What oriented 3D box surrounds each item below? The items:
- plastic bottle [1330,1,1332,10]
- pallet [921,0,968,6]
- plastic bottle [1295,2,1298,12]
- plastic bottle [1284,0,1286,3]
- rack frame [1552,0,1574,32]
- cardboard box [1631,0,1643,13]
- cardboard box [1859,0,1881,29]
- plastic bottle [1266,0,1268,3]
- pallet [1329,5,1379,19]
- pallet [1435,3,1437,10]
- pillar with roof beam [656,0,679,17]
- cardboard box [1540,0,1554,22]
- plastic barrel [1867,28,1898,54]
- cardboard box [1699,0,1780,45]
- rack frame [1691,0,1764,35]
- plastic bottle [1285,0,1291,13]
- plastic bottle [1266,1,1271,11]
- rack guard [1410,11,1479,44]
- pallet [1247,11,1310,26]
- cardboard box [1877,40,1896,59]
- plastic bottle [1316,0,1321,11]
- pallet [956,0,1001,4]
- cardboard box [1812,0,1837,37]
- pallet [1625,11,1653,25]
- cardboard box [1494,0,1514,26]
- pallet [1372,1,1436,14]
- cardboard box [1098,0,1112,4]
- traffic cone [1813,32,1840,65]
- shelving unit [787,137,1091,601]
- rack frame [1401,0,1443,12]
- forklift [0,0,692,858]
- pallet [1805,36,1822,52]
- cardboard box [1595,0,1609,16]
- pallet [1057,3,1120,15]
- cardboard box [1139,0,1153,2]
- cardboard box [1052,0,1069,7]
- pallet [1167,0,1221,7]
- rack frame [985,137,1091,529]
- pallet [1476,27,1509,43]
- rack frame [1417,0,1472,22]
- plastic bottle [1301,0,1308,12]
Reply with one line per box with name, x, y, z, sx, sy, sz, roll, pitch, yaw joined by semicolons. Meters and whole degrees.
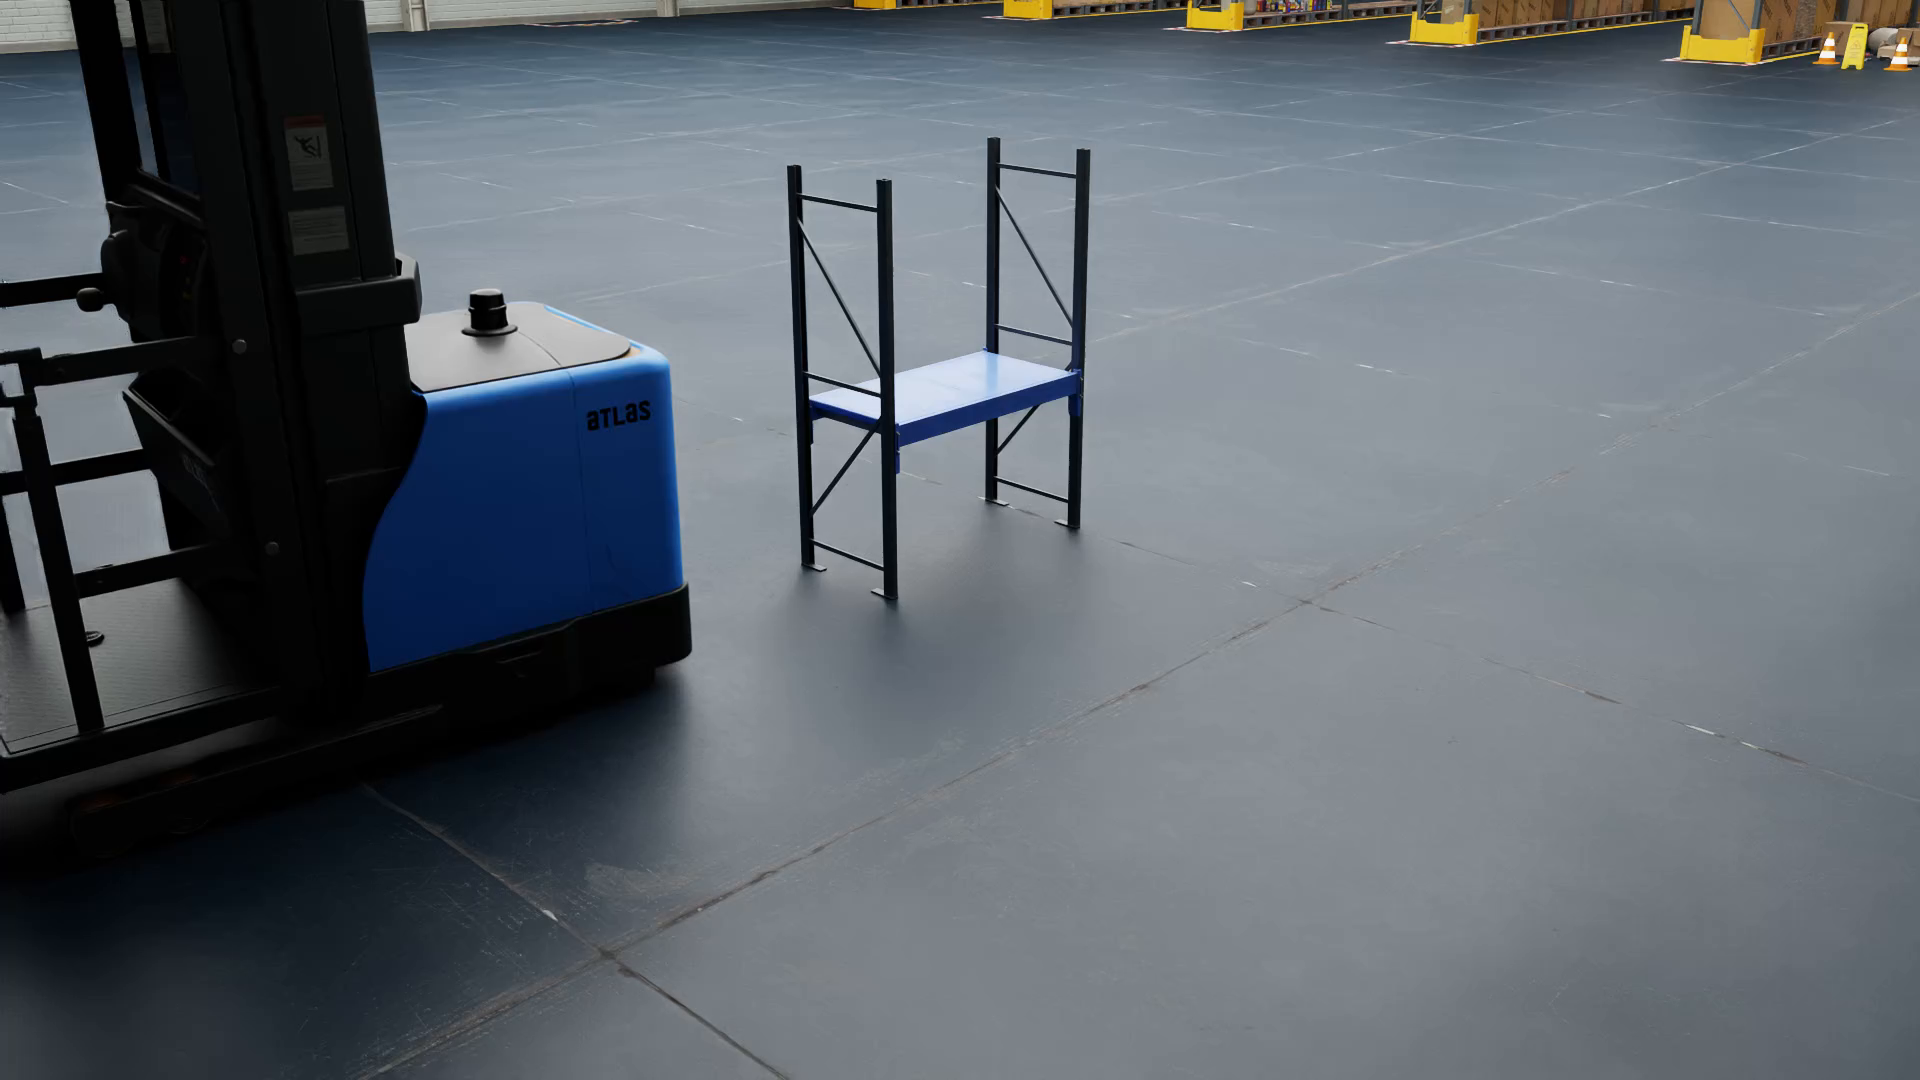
plastic bottle;7.789;-11.279;35.025;0.097;0.201;0.097;0;21;0
pallet;-0.573;-13.232;40.707;1.003;0.211;1.213;19;28;41
plastic bottle;6.895;-10.949;34.168;0.097;0.201;0.097;0;21;0
plastic bottle;6.827;-11.368;35.048;0.144;0.351;0.185;18;27;38
rack frame;11.368;-11.311;31.823;1.000;3.000;0.127;19;28;41
cardboard box;13.705;-11.201;34.406;0.700;0.500;0.500;17;27;38
cardboard box;15.895;-9.619;29.970;1.050;0.750;0.750;19;28;41
plastic bottle;6.288;-11.132;34.540;0.152;0.276;0.135;18;28;39
pallet;8.339;-11.461;36.099;1.003;0.211;1.213;19;28;41
pallet;11.130;-12.491;38.778;1.003;0.211;1.213;19;28;41
pillar with roof beam;-3.302;-14.579;31.963;9.100;9.000;0.400;19;28;41
cardboard box;11.060;-10.248;31.954;0.500;0.500;0.500;18;28;39
plastic barrel;15.159;-8.166;27.230;0.421;0.421;0.512;-2;21;-5
cardboard box;12.486;-8.411;26.653;0.875;0.875;0.875;19;28;41
rack frame;12.061;-9.016;25.850;1.000;3.000;0.127;19;28;41
plastic bottle;6.688;-10.902;33.930;0.133;0.283;0.061;-20;28;-41
plastic bottle;6.390;-11.071;34.484;0.097;0.201;0.097;0;21;0
rack guard;8.630;-9.136;29.647;1.175;0.500;0.348;19;28;41
pallet;6.470;-10.772;34.306;1.003;0.211;1.213;19;28;41
cardboard box;14.972;-7.865;26.667;0.258;0.266;0.396;-14;25;-33
plastic bottle;7.442;-11.233;34.697;0.144;0.351;0.185;18;27;38
pallet;0.278;-13.547;41.527;1.003;0.211;1.213;19;28;41
cardboard box;14.362;-9.104;28.456;0.875;0.875;0.875;-20;28;-41
pallet;13.612;-10.837;34.476;1.003;0.211;1.213;19;28;41
cardboard box;9.868;-9.787;30.756;0.500;0.500;0.500;-17;27;-37
pallet;10.041;-12.088;37.730;1.003;0.211;1.213;19;28;41
cardboard box;3.063;-12.143;37.235;0.500;0.250;0.500;19;28;41
traffic cone;13.449;-7.613;25.736;0.336;0.463;0.334;19;28;41
shelving unit;-0.060;-0.678;6.248;0.538;1.500;1.048;19;28;41
rack frame;10.610;-13.579;37.723;1.000;3.000;0.127;19;28;41
forklift;-2.346;-0.743;4.423;3.031;2.935;1.130;-16;26;-35
pallet;14.265;-8.566;28.568;1.003;0.211;1.213;19;28;41
cardboard box;12.548;-10.764;33.270;0.700;0.500;0.500;16;26;36
pallet;2.837;-11.981;37.452;1.003;0.211;1.213;19;28;41
cardboard box;4.106;-12.530;38.241;0.500;0.250;0.500;19;28;41
cardboard box;2.016;-11.758;36.232;0.500;0.250;0.500;19;28;41
pallet;5.610;-13.004;40.114;1.003;0.211;1.213;19;28;41
rack frame;0.295;-0.809;6.588;0.500;1.500;0.032;19;28;41
pallet;9.222;-9.201;30.219;1.003;0.211;1.213;19;28;41
rack frame;8.577;-10.283;29.148;1.000;3.000;0.127;19;28;41
plastic bottle;7.101;-11.074;34.389;0.135;0.276;0.152;-20;28;-41
